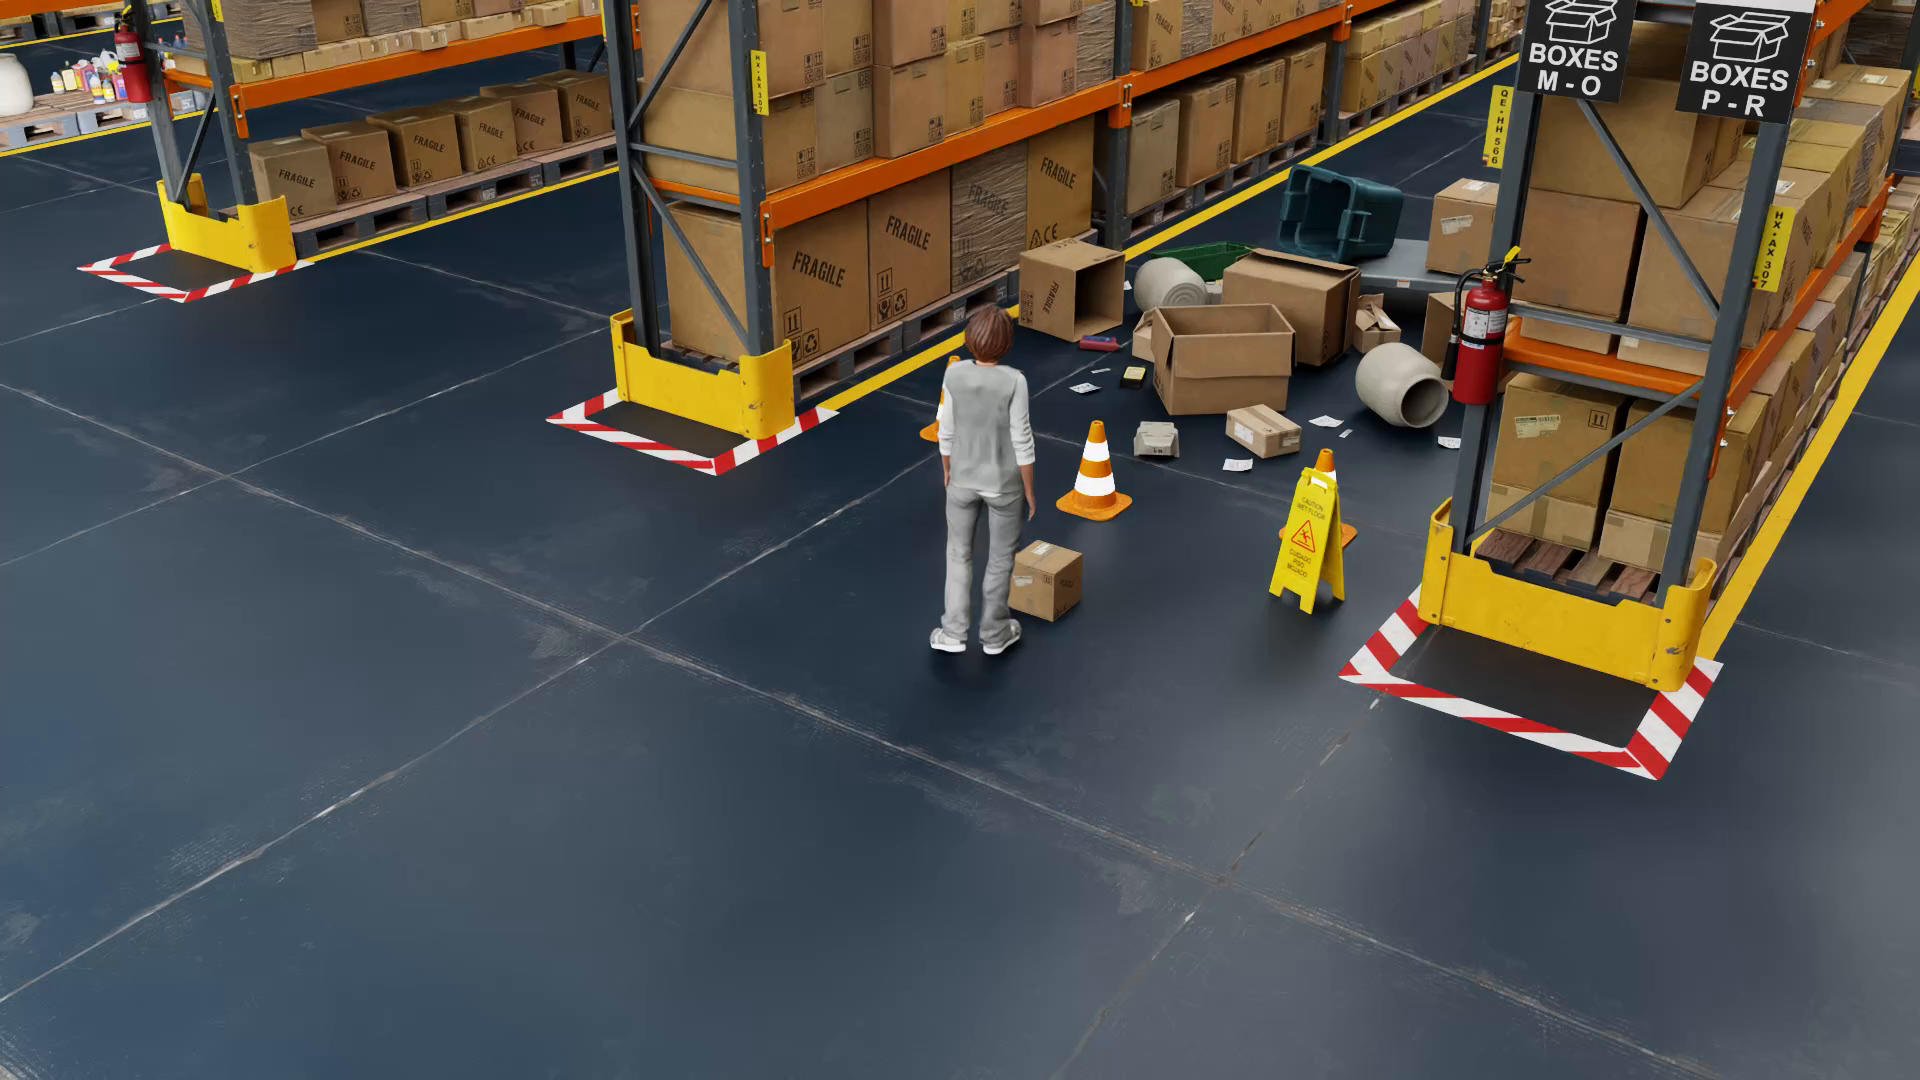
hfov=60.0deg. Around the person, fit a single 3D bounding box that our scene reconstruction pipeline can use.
[{"bbox_3d":[0.099,-0.233,7.045,0.466,1.593,0.398,10,29,18],"label":"person"}]
